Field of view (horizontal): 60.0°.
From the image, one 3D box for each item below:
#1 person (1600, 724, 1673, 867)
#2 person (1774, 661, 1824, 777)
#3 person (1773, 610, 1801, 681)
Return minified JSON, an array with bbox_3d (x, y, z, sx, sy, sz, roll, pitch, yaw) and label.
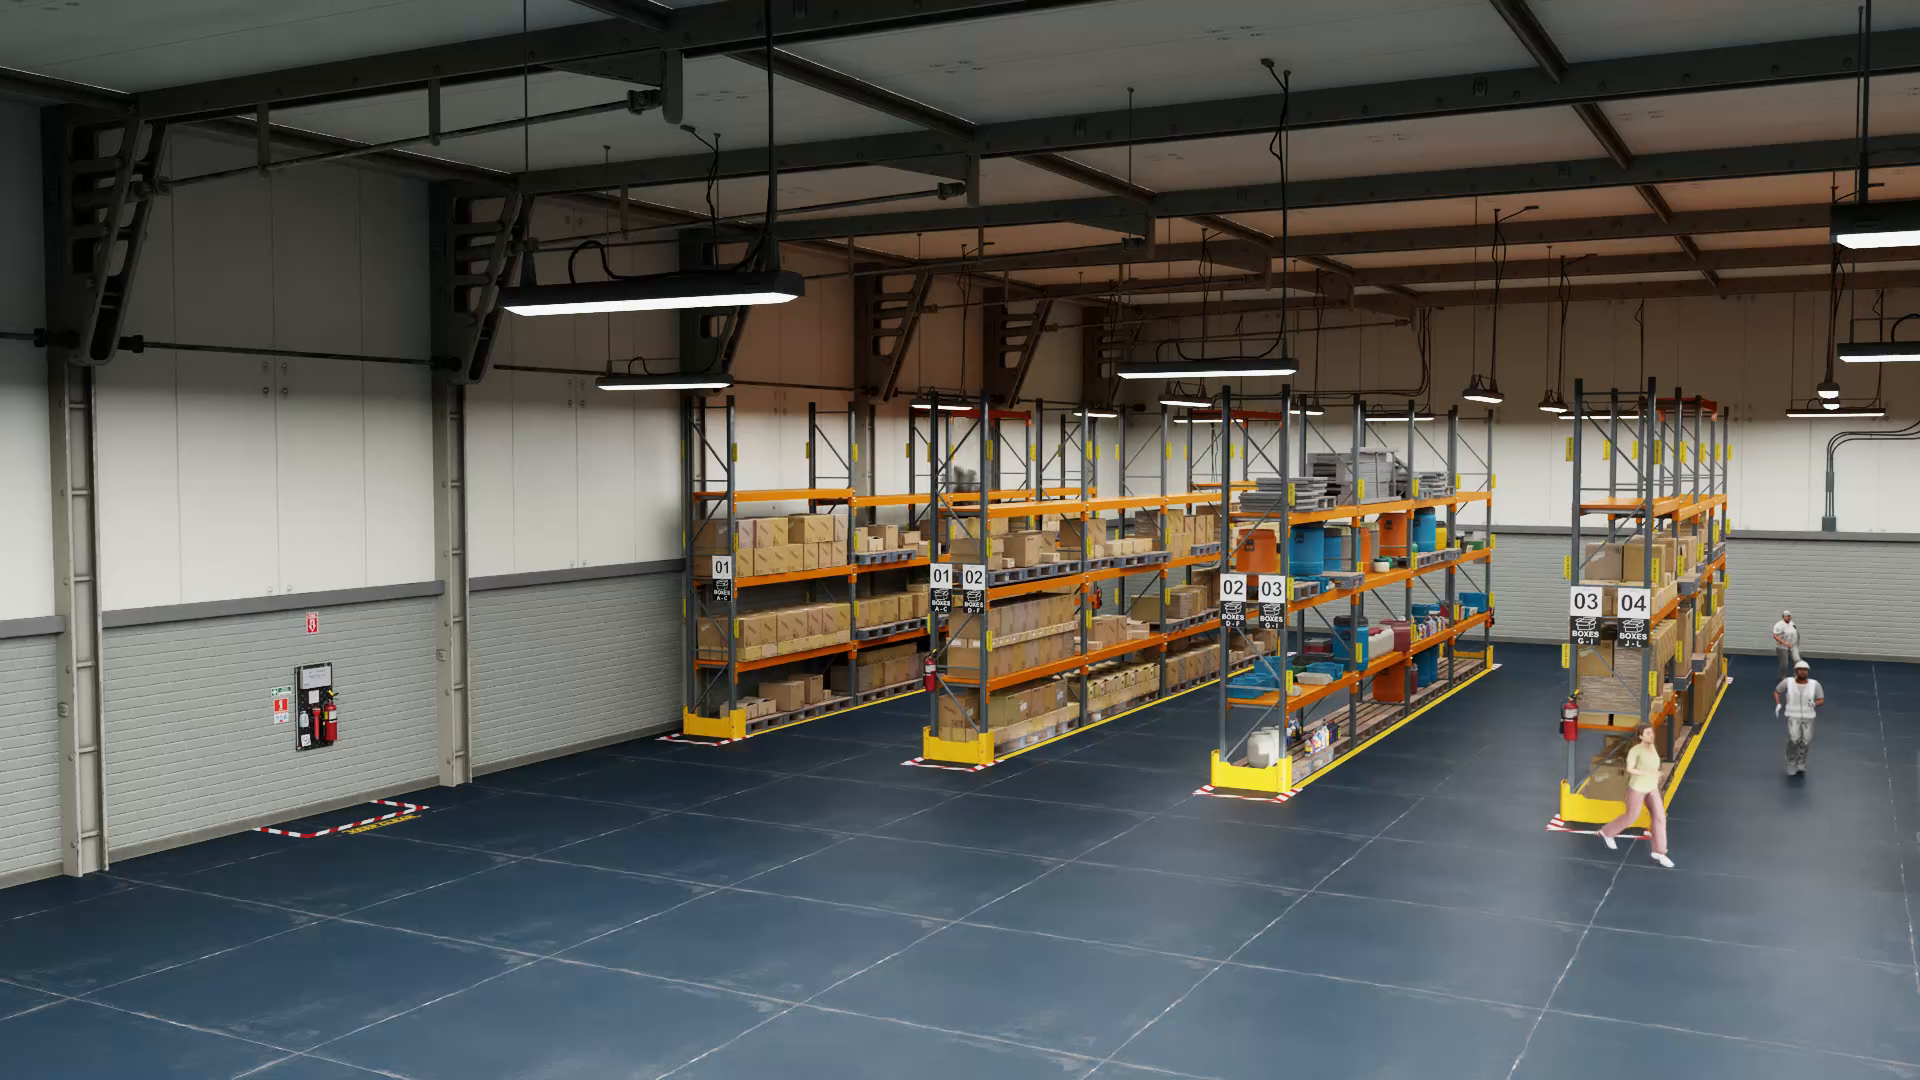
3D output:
[{"bbox_3d":[8.357,3.088,20.447,0.584,1.688,0.968,-1,3,-25],"label":"person"},{"bbox_3d":[12.971,2.762,25.669,0.664,1.785,0.697,1,3,16],"label":"person"},{"bbox_3d":[17.693,2.326,35.647,0.665,1.666,0.847,0,3,-2],"label":"person"}]
